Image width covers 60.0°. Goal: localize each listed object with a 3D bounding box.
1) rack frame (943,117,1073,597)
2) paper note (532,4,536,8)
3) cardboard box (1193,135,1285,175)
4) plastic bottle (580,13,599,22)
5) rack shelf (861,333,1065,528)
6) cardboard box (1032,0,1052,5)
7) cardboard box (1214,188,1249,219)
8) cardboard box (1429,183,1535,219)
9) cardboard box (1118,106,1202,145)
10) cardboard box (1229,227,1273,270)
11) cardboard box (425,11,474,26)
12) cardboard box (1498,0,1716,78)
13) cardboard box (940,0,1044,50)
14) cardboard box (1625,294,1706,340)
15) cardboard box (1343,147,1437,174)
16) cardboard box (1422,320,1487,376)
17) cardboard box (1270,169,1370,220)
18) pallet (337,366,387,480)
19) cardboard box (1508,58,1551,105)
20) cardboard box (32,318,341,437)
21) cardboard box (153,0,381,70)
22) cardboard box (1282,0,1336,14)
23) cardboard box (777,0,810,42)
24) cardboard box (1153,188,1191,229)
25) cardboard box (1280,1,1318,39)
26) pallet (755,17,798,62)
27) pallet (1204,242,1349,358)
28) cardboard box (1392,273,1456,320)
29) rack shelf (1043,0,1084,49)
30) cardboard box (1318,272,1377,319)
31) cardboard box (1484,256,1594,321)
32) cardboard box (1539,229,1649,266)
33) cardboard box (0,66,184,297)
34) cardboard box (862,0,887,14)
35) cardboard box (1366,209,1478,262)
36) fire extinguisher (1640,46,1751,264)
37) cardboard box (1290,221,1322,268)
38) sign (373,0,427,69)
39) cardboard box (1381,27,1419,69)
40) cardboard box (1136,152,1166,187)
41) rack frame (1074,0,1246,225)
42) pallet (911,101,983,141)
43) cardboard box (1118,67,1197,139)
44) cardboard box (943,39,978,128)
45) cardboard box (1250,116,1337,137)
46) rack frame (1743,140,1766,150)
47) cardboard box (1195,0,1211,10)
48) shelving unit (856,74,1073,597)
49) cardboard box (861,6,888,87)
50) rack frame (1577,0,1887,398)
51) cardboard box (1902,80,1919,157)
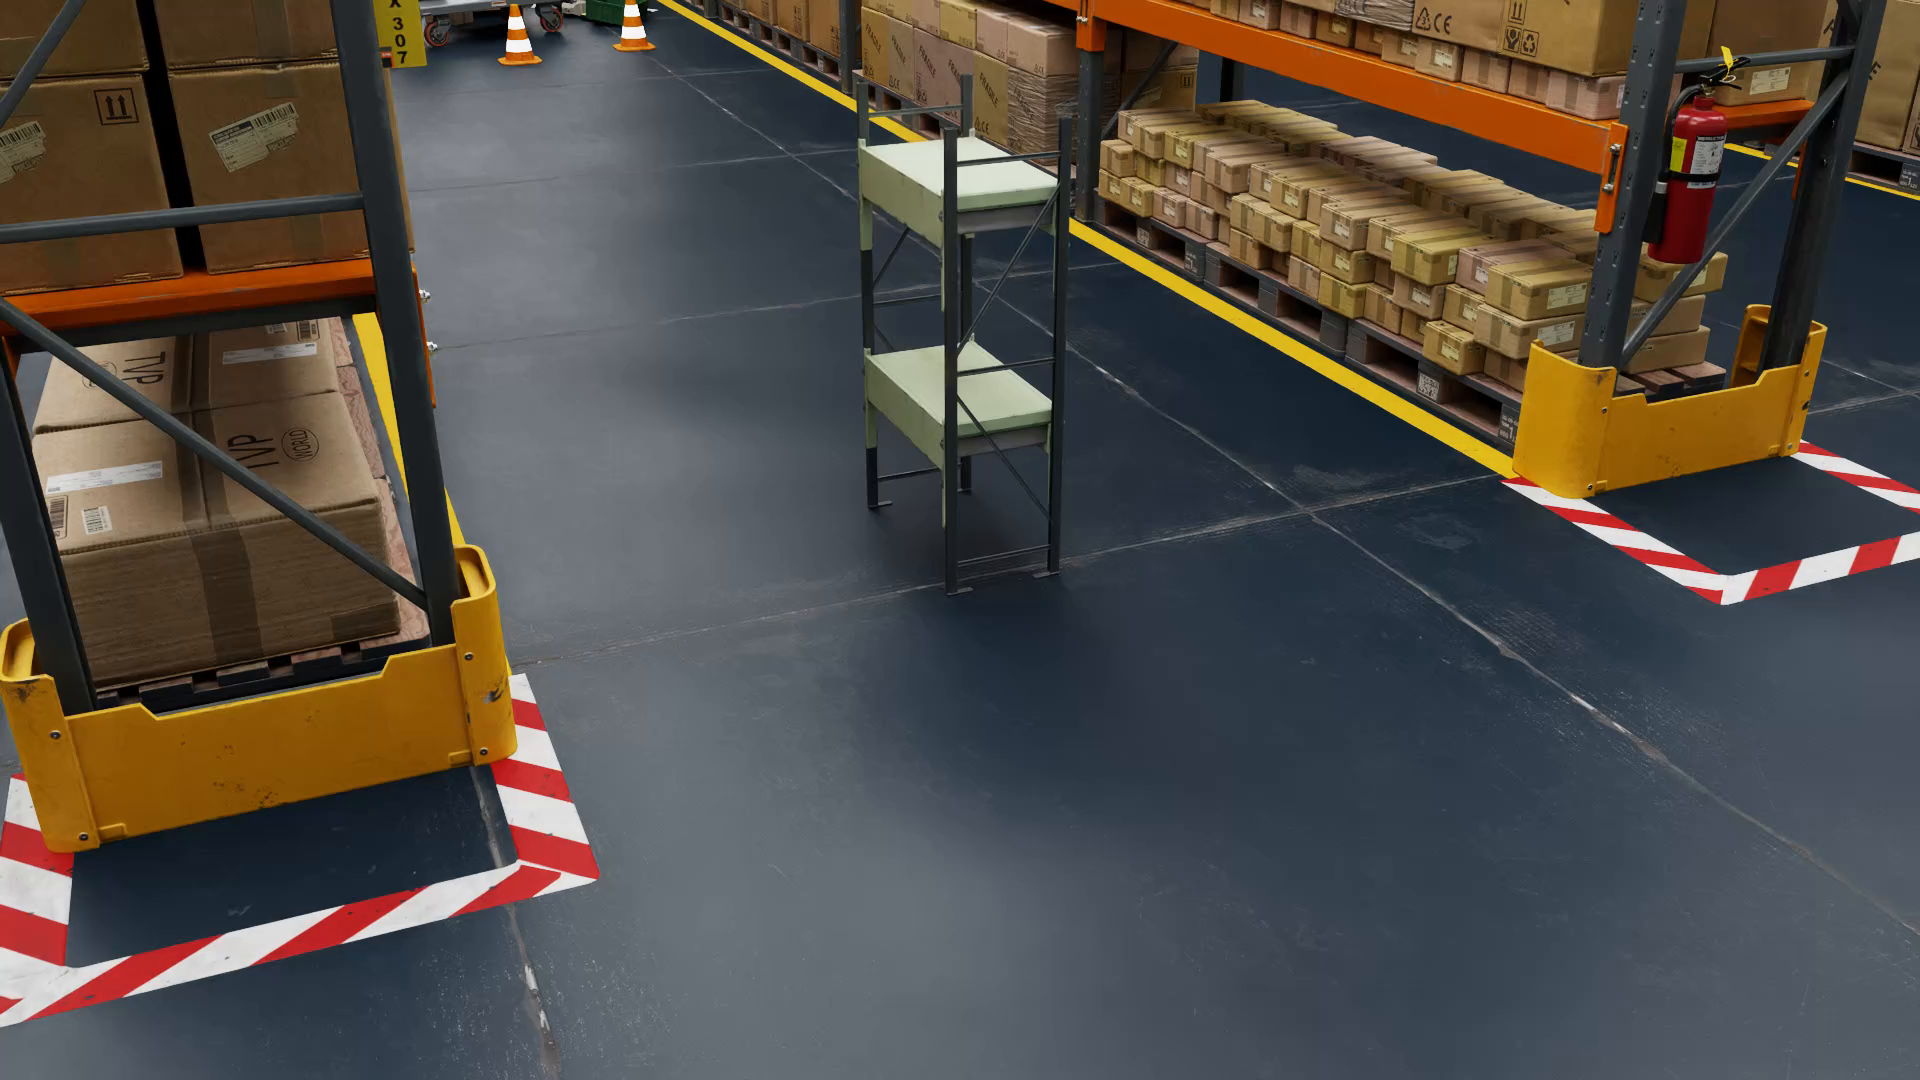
[{"bbox_3d":[0.141,-0.529,5.124,0.400,1.500,0.023,-11,28,-21],"label":"rack frame"},{"bbox_3d":[-4.212,-5.367,16.717,0.172,0.023,0.155,-1,26,-3],"label":"paper note"},{"bbox_3d":[1.402,-1.925,8.367,0.380,0.149,0.250,-11,28,-22],"label":"cardboard box"},{"bbox_3d":[-3.493,-5.003,15.927,0.283,0.061,0.133,18,31,33],"label":"plastic bottle"},{"bbox_3d":[-0.003,-0.384,5.569,0.431,0.370,0.720,-11,28,-21],"label":"rack shelf"},{"bbox_3d":[0.684,-3.409,10.829,0.500,0.250,0.500,-9,28,-19],"label":"cardboard box"},{"bbox_3d":[1.484,-1.678,8.200,0.380,0.149,0.250,-9,28,-18],"label":"cardboard box"},{"bbox_3d":[2.338,-1.485,7.466,0.380,0.149,0.250,-9,28,-19],"label":"cardboard box"},{"bbox_3d":[1.081,-2.242,9.015,0.380,0.149,0.250,-9,28,-19],"label":"cardboard box"},{"bbox_3d":[1.529,-1.430,8.031,0.380,0.149,0.250,-11,28,-22],"label":"cardboard box"},{"bbox_3d":[-4.856,-5.049,15.788,0.396,0.266,0.258,13,29,24],"label":"cardboard box"},{"bbox_3d":[2.290,-1.942,5.857,0.500,0.500,0.500,-10,28,-20],"label":"cardboard box"},{"bbox_3d":[0.203,-3.322,10.651,0.500,0.250,0.500,-12,28,-23],"label":"cardboard box"},{"bbox_3d":[2.734,-0.924,6.654,0.380,0.149,0.250,-9,28,-18],"label":"cardboard box"},{"bbox_3d":[2.094,-1.804,8.118,0.380,0.149,0.250,-12,28,-22],"label":"cardboard box"},{"bbox_3d":[2.111,-0.797,6.735,0.380,0.149,0.250,-10,28,-19],"label":"cardboard box"},{"bbox_3d":[1.669,-1.606,7.714,0.380,0.149,0.250,-10,28,-20],"label":"cardboard box"},{"bbox_3d":[-2.671,-0.283,6.090,1.003,0.211,1.213,-11,28,-21],"label":"pallet"},{"bbox_3d":[2.253,-1.704,6.107,0.380,0.149,0.250,-11,28,-21],"label":"cardboard box"},{"bbox_3d":[-2.529,-0.390,5.572,0.875,0.438,0.875,-10,28,-19],"label":"cardboard box"},{"bbox_3d":[-1.738,-1.472,4.093,0.500,0.500,0.500,-11,28,-22],"label":"cardboard box"},{"bbox_3d":[1.700,-2.557,7.116,0.500,0.500,0.500,-9,27,-18],"label":"cardboard box"},{"bbox_3d":[-0.931,-4.648,13.936,1.050,0.750,0.750,-10,28,-20],"label":"cardboard box"},{"bbox_3d":[1.233,-1.748,8.682,0.380,0.149,0.250,-11,28,-21],"label":"cardboard box"},{"bbox_3d":[1.655,-2.334,7.399,0.380,0.149,0.250,-9,28,-19],"label":"cardboard box"},{"bbox_3d":[-1.143,-4.426,14.575,1.003,0.211,1.213,-11,28,-21],"label":"pallet"},{"bbox_3d":[1.914,-1.230,8.029,1.003,0.211,1.213,-11,28,-21],"label":"pallet"},{"bbox_3d":[2.029,-1.041,6.896,0.380,0.149,0.250,-12,28,-23],"label":"cardboard box"},{"bbox_3d":[0.353,-3.726,10.782,1.077,0.370,4.000,-11,28,-21],"label":"rack shelf"},{"bbox_3d":[1.821,-1.108,7.372,0.380,0.149,0.250,-12,28,-23],"label":"cardboard box"},{"bbox_3d":[2.263,-0.972,6.414,0.380,0.149,0.250,-10,28,-20],"label":"cardboard box"},{"bbox_3d":[2.592,-1.162,6.804,0.380,0.149,0.250,-10,28,-20],"label":"cardboard box"},{"bbox_3d":[-2.244,-0.930,4.121,0.500,0.500,0.500,-10,28,-20],"label":"cardboard box"},{"bbox_3d":[-0.383,-3.939,11.914,0.500,0.250,0.500,-12,28,-23],"label":"cardboard box"},{"bbox_3d":[1.956,-1.281,7.048,0.380,0.149,0.250,-12,28,-23],"label":"cardboard box"},{"bbox_3d":[2.377,-1.243,5.391,0.296,0.674,0.183,-11,28,-21],"label":"fire extinguisher"},{"bbox_3d":[1.731,-1.355,7.538,0.380,0.149,0.250,-9,27,-18],"label":"cardboard box"},{"bbox_3d":[-1.299,-1.253,3.820,0.100,0.325,0.005,-11,28,-21],"label":"sign"},{"bbox_3d":[1.943,-2.013,6.740,0.380,0.149,0.250,-12,28,-23],"label":"cardboard box"},{"bbox_3d":[1.166,-1.995,8.848,0.380,0.149,0.250,-10,28,-20],"label":"cardboard box"},{"bbox_3d":[1.137,-3.241,8.970,1.000,3.000,0.127,-11,28,-21],"label":"rack frame"},{"bbox_3d":[0.349,-2.796,11.235,1.003,0.211,1.213,-11,28,-21],"label":"pallet"},{"bbox_3d":[1.091,-2.651,10.131,0.500,0.500,0.500,-9,28,-19],"label":"cardboard box"},{"bbox_3d":[0.218,-2.977,10.800,0.500,0.500,0.500,-11,28,-22],"label":"cardboard box"},{"bbox_3d":[1.756,-2.122,8.770,0.380,0.149,0.250,-11,28,-21],"label":"cardboard box"},{"bbox_3d":[5.740,-4.053,10.632,1.000,3.000,0.127,-11,28,-21],"label":"rack frame"},{"bbox_3d":[1.370,-2.657,8.060,0.380,0.149,0.250,-12,28,-23],"label":"cardboard box"},{"bbox_3d":[-0.003,-0.677,5.426,0.431,1.500,0.755,-11,28,-21],"label":"shelving unit"},{"bbox_3d":[-0.387,-3.592,12.059,0.500,0.500,0.500,-12,28,-23],"label":"cardboard box"},{"bbox_3d":[2.703,-1.627,5.663,1.000,3.000,0.127,-11,28,-21],"label":"rack frame"},{"bbox_3d":[6.277,-2.643,9.688,0.875,0.875,0.875,-11,28,-21],"label":"cardboard box"}]
